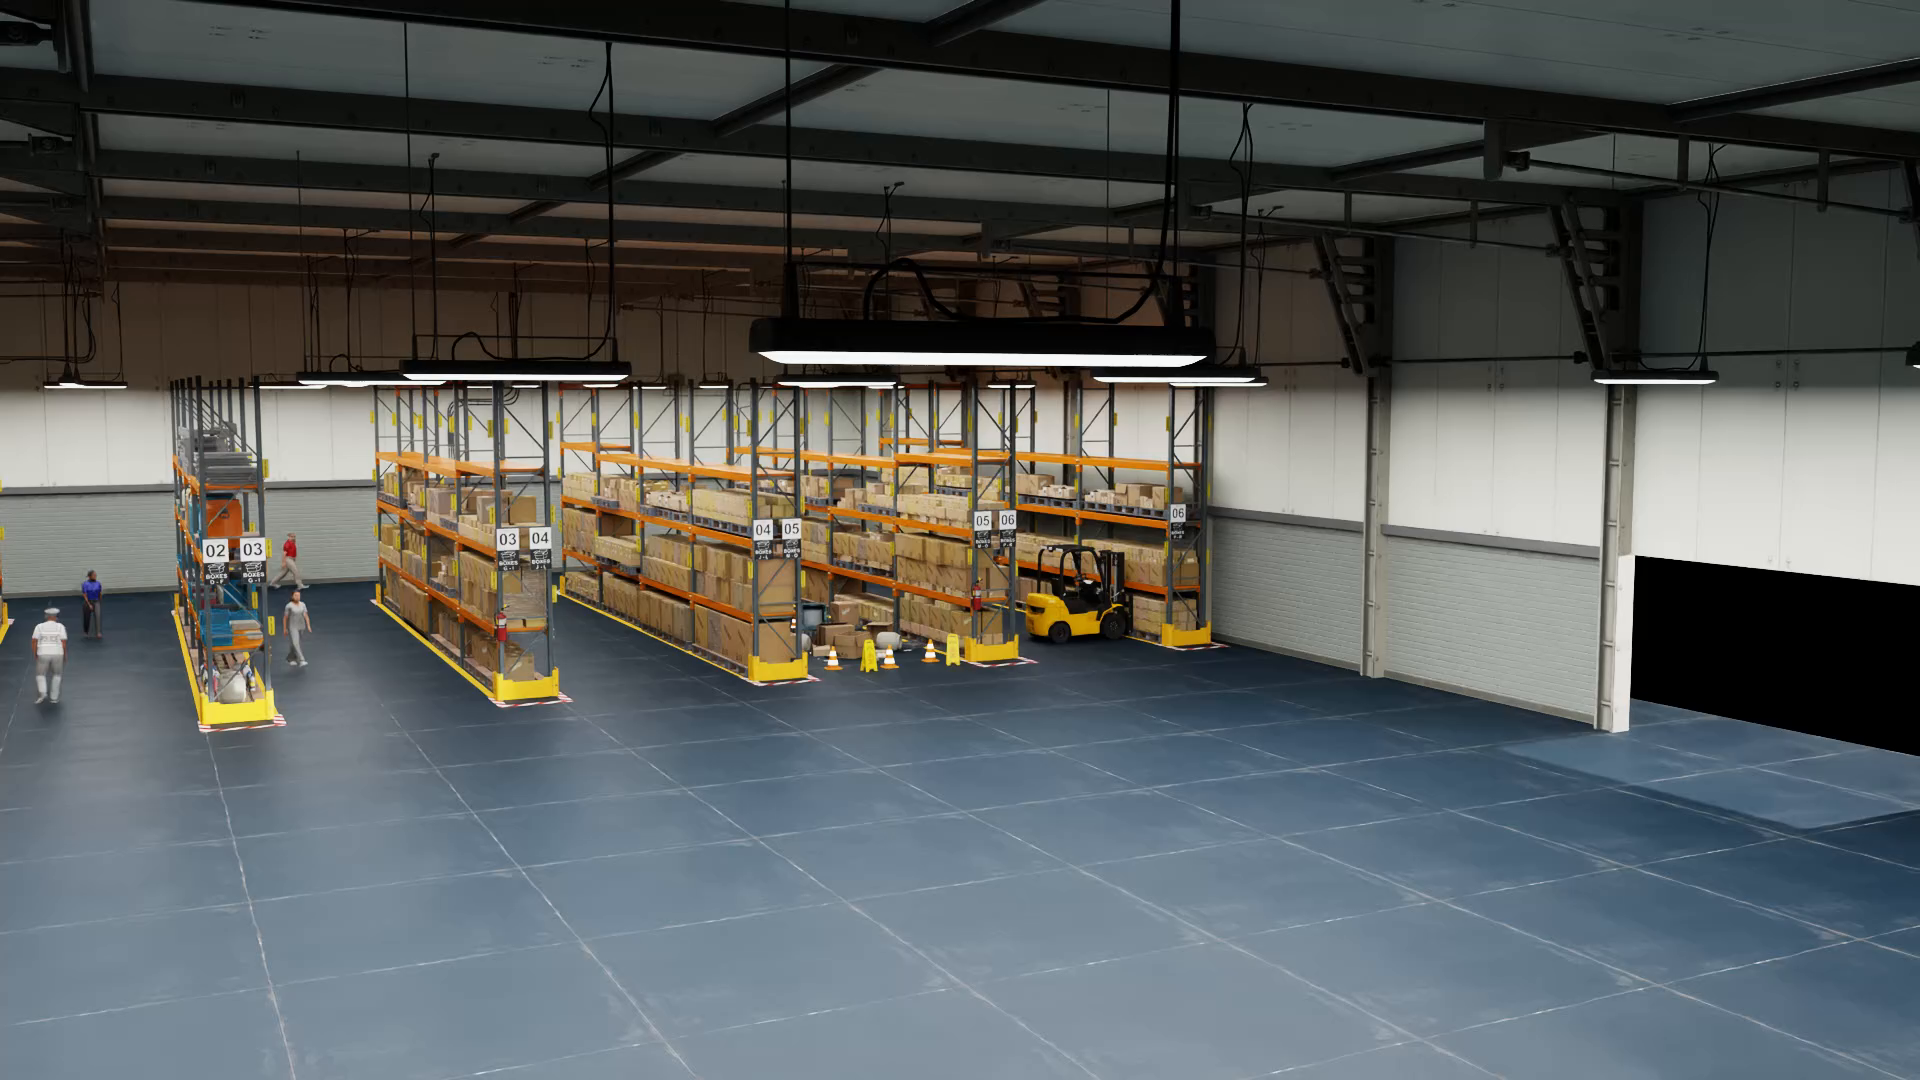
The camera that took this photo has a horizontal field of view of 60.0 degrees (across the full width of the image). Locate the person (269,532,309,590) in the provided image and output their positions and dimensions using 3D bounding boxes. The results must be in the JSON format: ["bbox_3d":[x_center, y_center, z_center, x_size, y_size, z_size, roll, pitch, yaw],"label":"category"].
[{"bbox_3d":[-19.452,0.609,48.191,1.130,1.659,0.533,-1,5,-12],"label":"person"}]

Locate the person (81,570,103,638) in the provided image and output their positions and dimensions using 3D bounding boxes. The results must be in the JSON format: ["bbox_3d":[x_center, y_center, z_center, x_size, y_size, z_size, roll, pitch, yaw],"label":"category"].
[{"bbox_3d":[-20.161,1.493,38.659,0.435,1.556,1.068,-4,7,-40],"label":"person"}]

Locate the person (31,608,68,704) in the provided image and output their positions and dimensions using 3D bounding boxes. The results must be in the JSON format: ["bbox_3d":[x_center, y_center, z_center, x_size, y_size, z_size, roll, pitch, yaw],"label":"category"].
[{"bbox_3d":[-16.721,2.149,30.548,0.589,1.729,0.661,-2,6,-25],"label":"person"}]

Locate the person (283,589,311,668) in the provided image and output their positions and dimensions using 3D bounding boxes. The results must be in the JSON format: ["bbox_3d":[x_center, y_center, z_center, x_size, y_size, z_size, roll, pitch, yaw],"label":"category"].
[{"bbox_3d":[-13.697,1.832,34.423,1.058,1.609,0.483,3,6,33],"label":"person"}]
